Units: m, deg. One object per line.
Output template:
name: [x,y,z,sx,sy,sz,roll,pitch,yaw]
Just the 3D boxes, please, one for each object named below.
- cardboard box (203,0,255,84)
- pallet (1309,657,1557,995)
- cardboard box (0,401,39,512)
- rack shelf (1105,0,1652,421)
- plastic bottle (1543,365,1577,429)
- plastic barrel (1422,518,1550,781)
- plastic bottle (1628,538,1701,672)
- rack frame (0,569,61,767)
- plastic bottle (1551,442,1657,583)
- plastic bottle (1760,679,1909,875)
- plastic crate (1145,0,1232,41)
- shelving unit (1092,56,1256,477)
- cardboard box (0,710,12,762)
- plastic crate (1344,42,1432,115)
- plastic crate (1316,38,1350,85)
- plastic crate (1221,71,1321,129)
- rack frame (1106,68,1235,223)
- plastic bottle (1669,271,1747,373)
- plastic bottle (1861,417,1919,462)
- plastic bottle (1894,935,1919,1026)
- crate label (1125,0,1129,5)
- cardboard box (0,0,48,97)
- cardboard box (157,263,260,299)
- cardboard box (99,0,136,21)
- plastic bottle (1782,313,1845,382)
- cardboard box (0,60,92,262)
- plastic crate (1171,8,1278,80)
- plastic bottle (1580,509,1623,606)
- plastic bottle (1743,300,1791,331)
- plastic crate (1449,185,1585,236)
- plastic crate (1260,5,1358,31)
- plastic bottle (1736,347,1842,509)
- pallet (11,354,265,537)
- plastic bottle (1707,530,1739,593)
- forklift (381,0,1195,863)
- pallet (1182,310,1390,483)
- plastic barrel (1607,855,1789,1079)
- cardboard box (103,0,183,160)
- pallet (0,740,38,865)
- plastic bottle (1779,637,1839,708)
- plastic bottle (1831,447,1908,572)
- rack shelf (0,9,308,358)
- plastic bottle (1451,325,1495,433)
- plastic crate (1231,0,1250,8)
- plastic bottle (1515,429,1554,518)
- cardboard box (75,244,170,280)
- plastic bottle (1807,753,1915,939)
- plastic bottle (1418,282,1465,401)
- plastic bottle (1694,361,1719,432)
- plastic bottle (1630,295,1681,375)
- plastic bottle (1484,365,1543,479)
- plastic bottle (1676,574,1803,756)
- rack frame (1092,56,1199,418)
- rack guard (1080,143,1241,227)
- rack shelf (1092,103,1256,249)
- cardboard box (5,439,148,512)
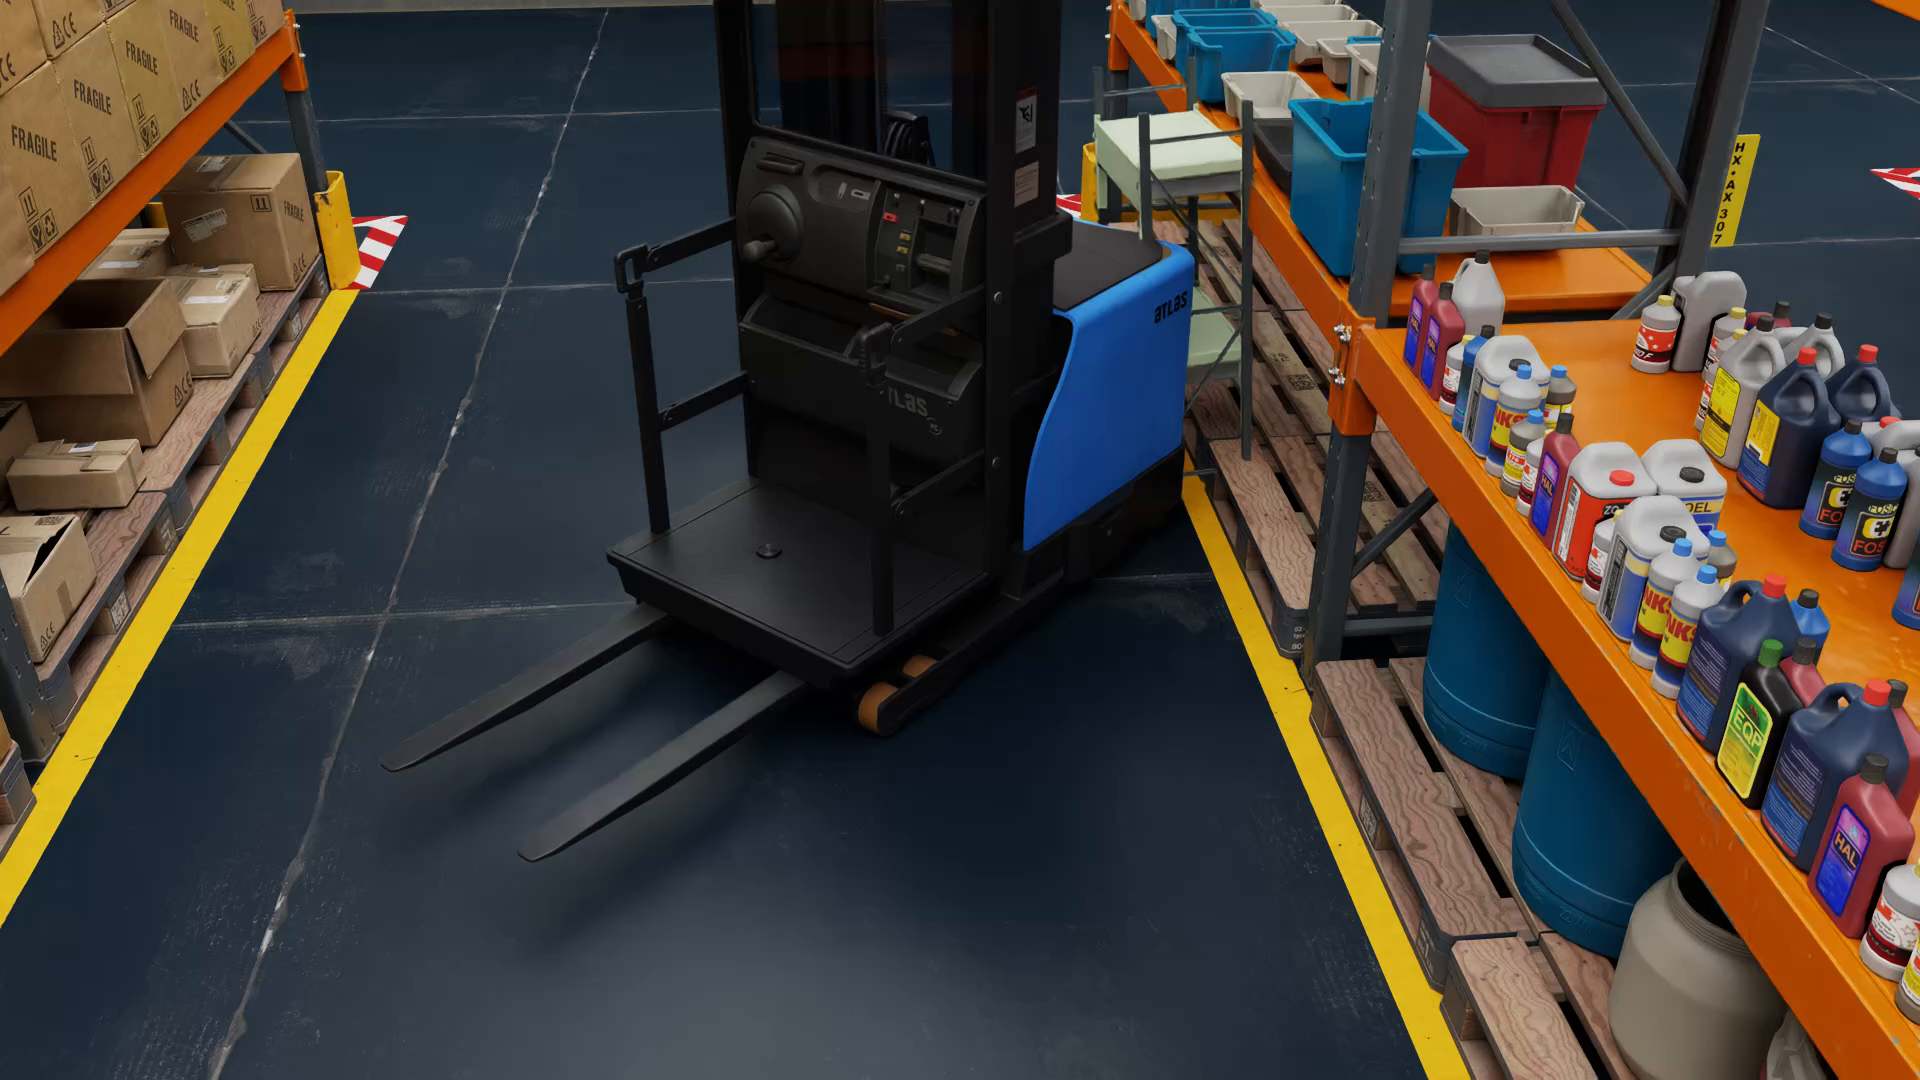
cardboard box: [-3.312,-2.210,6.928,0.500,0.500,0.500,-2,31,-4]
pallet: [1.659,0.752,4.785,1.003,0.211,1.213,-3,31,-5]
cardboard box: [-3.709,-0.300,6.021,0.500,0.311,0.500,-3,31,-5]
rack shelf: [1.442,-1.553,6.627,1.077,0.370,4.000,-3,31,-5]
plastic bottle: [1.449,-0.330,4.071,0.097,0.201,0.097,0,31,0]
plastic barrel: [1.663,0.158,4.697,0.600,0.901,0.708,-3,31,-5]
plastic bottle: [1.384,0.121,3.249,0.097,0.271,0.097,0,31,0]
rack frame: [-3.303,-0.606,4.339,1.000,3.000,0.127,-3,31,-5]
plastic bottle: [1.379,-0.060,3.547,0.152,0.276,0.135,-3,31,-5]
plastic bottle: [1.460,0.370,2.754,0.144,0.351,0.185,-3,31,-5]
plastic crate: [1.012,-2.359,7.379,0.416,0.233,0.300,-3,31,-5]
shelving unit: [0.814,-0.994,6.369,0.431,1.500,0.755,-8,28,-5]
cardboard box: [-2.972,0.517,4.468,0.500,0.500,0.500,-3,31,-5]
plastic crate: [1.670,-1.604,6.068,0.437,0.282,0.530,-3,31,-5]
plastic crate: [1.621,-1.948,6.785,0.298,0.136,0.250,-3,31,-5]
plastic crate: [1.167,-1.628,6.249,0.293,0.136,0.466,-3,31,-5]
rack frame: [1.255,-2.883,8.152,1.000,3.000,0.127,-3,31,-5]
plastic bottle: [1.987,-0.602,4.454,0.152,0.276,0.135,-3,31,-5]
plastic bottle: [2.069,-0.158,3.710,0.152,0.276,0.135,-3,31,-5]
plastic bottle: [1.471,0.625,2.473,0.097,0.201,0.097,0,31,0]
crate label: [0.950,-2.695,7.942,0.416,0.233,0.303,-3,31,-5]
cardboard box: [-3.116,-1.595,4.923,0.500,0.500,0.500,-4,31,-6]
cardboard box: [-3.433,-1.143,7.573,0.380,0.166,0.250,-3,31,-5]
cardboard box: [-3.213,-2.121,5.804,0.500,0.500,0.500,-2,31,-3]
plastic bottle: [2.040,-0.366,3.986,0.144,0.351,0.185,-3,31,-5]
cardboard box: [-3.131,-1.183,5.208,0.500,0.500,0.500,-2,31,-4]
plastic crate: [1.073,-2.023,6.816,0.416,0.233,0.300,-3,31,-5]
plastic bottle: [1.363,0.032,3.465,0.097,0.201,0.097,0,31,0]
plastic bottle: [2.054,-0.489,4.258,0.061,0.283,0.133,-3,31,-5]
plastic crate: [1.728,-0.998,5.194,0.396,0.136,0.243,-3,31,-5]
plastic crate: [1.524,-2.239,7.273,0.396,0.136,0.243,-3,31,-5]
plastic bottle: [1.914,-0.265,3.816,0.144,0.351,0.185,-3,31,-5]
pallet: [-3.484,-0.383,6.686,1.003,0.211,1.213,-3,31,-5]
plastic bottle: [1.523,0.075,3.394,0.097,0.201,0.097,0,31,0]
forklift: [-0.458,-0.932,4.952,1.130,2.935,3.031,22,37,32]
pallet: [1.404,-0.642,7.118,1.003,0.211,1.213,-3,31,-5]
plastic barrel: [1.693,0.979,3.702,0.421,0.512,0.421,0,31,0]
cardboard box: [-3.224,-1.698,6.070,0.500,0.500,0.500,-3,31,-5]
pallet: [-3.190,1.005,4.362,1.003,0.211,1.213,-3,31,-5]
plastic bottle: [1.464,0.316,2.909,0.061,0.283,0.133,-3,31,-5]
plastic bottle: [1.959,-0.072,3.571,0.097,0.271,0.097,0,31,0]
rack shelf: [-3.490,-1.318,6.233,1.077,0.370,4.000,-3,31,-5]
plastic bottle: [1.289,-0.402,4.124,0.097,0.271,0.097,0,31,0]
plastic crate: [1.472,-2.762,7.856,0.616,0.435,0.499,-3,31,-5]
plastic bottle: [1.329,-0.154,3.777,0.097,0.201,0.097,0,31,0]
cardboard box: [-3.862,-1.110,7.435,0.500,0.250,0.500,-3,31,-5]
plastic bottle: [1.433,0.482,2.632,0.061,0.283,0.133,-3,31,-5]
plastic bottle: [1.251,-0.515,4.301,0.061,0.283,0.133,-3,31,-5]
plastic bottle: [1.899,-0.368,4.135,0.097,0.201,0.097,0,31,0]
plastic bottle: [1.865,-0.554,4.447,0.097,0.201,0.097,0,31,0]
plastic bottle: [1.310,-0.284,3.925,0.097,0.271,0.097,0,31,0]
plastic bottle: [1.430,0.207,3.026,0.144,0.351,0.185,-3,31,-5]
rack frame: [0.761,-1.162,6.689,0.400,1.500,0.023,-8,28,-5]
rack guard: [1.240,-1.822,8.812,1.175,0.500,0.348,-3,31,-5]
rack shelf: [0.783,-1.336,6.184,0.431,0.370,0.720,-8,28,-5]
cardboard box: [-3.218,-0.244,6.067,0.380,0.166,0.250,-3,31,-5]
